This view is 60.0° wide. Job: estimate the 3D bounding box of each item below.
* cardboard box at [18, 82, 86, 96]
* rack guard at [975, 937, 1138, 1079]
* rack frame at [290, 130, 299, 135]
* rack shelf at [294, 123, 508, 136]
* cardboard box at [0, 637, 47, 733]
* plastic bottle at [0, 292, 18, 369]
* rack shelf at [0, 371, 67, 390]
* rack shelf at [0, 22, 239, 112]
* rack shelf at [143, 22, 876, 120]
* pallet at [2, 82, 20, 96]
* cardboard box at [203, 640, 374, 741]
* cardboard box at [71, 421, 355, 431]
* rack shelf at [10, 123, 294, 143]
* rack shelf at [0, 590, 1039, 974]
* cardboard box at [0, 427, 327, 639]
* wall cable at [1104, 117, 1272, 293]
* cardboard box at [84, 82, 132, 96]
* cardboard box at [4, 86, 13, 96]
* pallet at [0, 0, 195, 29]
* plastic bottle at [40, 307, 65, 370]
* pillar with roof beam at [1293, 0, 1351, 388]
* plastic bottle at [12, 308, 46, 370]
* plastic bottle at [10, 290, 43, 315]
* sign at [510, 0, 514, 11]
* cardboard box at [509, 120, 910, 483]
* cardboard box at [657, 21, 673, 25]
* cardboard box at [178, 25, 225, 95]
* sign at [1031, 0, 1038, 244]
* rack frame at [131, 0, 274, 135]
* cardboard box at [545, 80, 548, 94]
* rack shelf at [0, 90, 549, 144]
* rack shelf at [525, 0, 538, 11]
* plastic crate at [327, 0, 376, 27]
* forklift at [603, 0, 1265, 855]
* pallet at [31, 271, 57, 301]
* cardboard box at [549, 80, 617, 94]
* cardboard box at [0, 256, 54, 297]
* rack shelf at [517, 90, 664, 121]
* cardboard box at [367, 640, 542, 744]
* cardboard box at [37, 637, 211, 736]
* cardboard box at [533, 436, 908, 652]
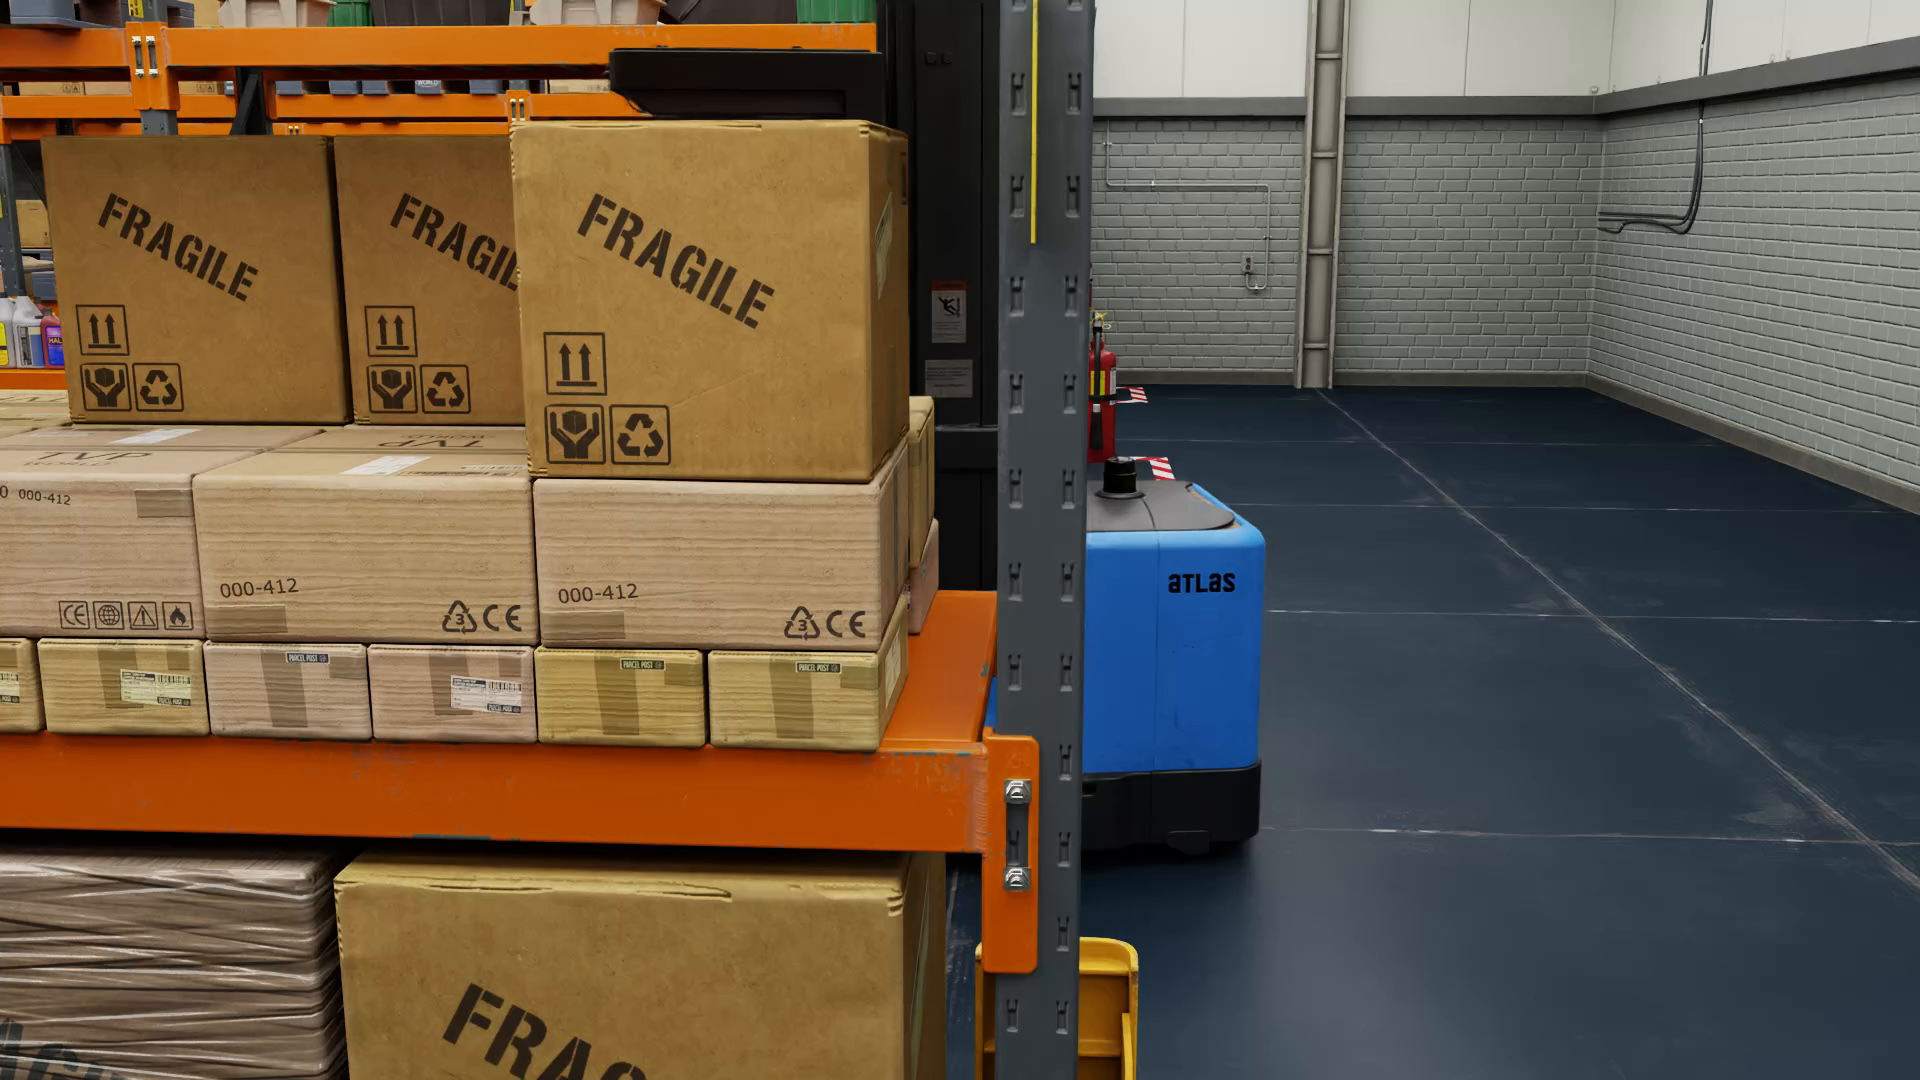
[{"bbox_3d":[-6.729,-3.638,12.766,0.500,0.500,0.910,1,12,4],"label":"cardboard box"},{"bbox_3d":[0.174,1.237,3.135,0.348,0.500,1.175,1,12,4],"label":"rack guard"},{"bbox_3d":[-6.840,-3.132,17.917,0.127,3.000,1.000,1,12,4],"label":"rack frame"},{"bbox_3d":[-4.844,-4.221,17.552,4.000,0.370,1.077,1,12,4],"label":"rack shelf"},{"bbox_3d":[-1.506,0.181,2.690,0.250,0.149,0.380,1,12,4],"label":"cardboard box"},{"bbox_3d":[-4.449,-0.975,7.725,0.185,0.351,0.144,1,12,4],"label":"plastic bottle"},{"bbox_3d":[-5.506,-0.729,8.184,4.000,0.370,1.077,1,12,4],"label":"rack shelf"},{"bbox_3d":[-5.506,-2.197,7.877,4.000,0.370,1.077,1,12,4],"label":"rack shelf"},{"bbox_3d":[-1.515,-2.142,7.615,4.000,0.370,1.077,1,12,4],"label":"rack shelf"},{"bbox_3d":[-7.850,-3.487,12.748,1.003,0.211,1.213,1,12,6],"label":"pallet"},{"bbox_3d":[-0.988,0.188,2.658,0.250,0.149,0.380,1,12,5],"label":"cardboard box"},{"bbox_3d":[-1.331,-0.134,3.225,0.500,0.250,0.500,0,12,2],"label":"cardboard box"},{"bbox_3d":[-8.835,-4.276,17.814,4.000,0.370,1.077,1,12,4],"label":"rack shelf"},{"bbox_3d":[-1.846,0.338,3.085,4.000,0.370,1.077,1,12,4],"label":"rack shelf"},{"bbox_3d":[-1.366,-0.026,2.705,0.500,0.250,0.500,0,12,2],"label":"cardboard box"},{"bbox_3d":[2.483,-3.696,18.130,1.851,1.984,0.084,1,12,4],"label":"wall cable"},{"bbox_3d":[-6.220,-3.631,12.732,0.500,0.500,0.910,1,12,4],"label":"cardboard box"},{"bbox_3d":[-10.290,-4.886,17.704,0.500,0.500,0.500,3,12,12],"label":"cardboard box"},{"bbox_3d":[-6.198,-1.587,10.504,5.144,3.011,6.198,1,12,4],"label":"pallet"},{"bbox_3d":[-4.159,-0.930,7.672,0.133,0.283,0.061,1,12,4],"label":"plastic bottle"},{"bbox_3d":[3.607,-5.220,13.243,0.400,9.000,9.100,1,12,4],"label":"pillar with roof beam"},{"bbox_3d":[-4.290,-0.937,7.726,0.135,0.276,0.152,1,12,4],"label":"plastic bottle"},{"bbox_3d":[-4.440,-1.005,7.866,0.185,0.351,0.144,1,12,4],"label":"plastic bottle"},{"bbox_3d":[-3.209,-3.866,11.874,0.005,0.325,0.100,1,12,4],"label":"sign"},{"bbox_3d":[-0.354,-0.379,2.564,0.500,0.500,0.500,1,12,4],"label":"cardboard box"},{"bbox_3d":[-2.208,-3.641,12.169,0.500,0.250,0.500,1,12,4],"label":"cardboard box"},{"bbox_3d":[-5.702,-3.624,12.698,0.500,0.500,0.910,1,12,4],"label":"cardboard box"},{"bbox_3d":[0.099,-0.559,2.209,0.005,0.325,0.100,1,12,4],"label":"sign"},{"bbox_3d":[-3.510,-1.054,7.980,0.127,3.000,1.000,1,12,4],"label":"rack frame"},{"bbox_3d":[-4.279,-4.839,17.431,0.500,0.500,0.700,1,12,3],"label":"cardboard box"},{"bbox_3d":[-5.171,-3.209,12.714,4.000,0.370,1.077,1,12,4],"label":"rack shelf"},{"bbox_3d":[-4.844,-5.494,17.286,4.000,0.370,1.077,1,12,4],"label":"rack shelf"},{"bbox_3d":[-3.068,-2.474,7.962,0.662,0.188,0.450,1,12,4],"label":"plastic crate"},{"bbox_3d":[-0.576,-0.482,5.414,3.031,2.935,1.130,-1,12,-5],"label":"forklift"},{"bbox_3d":[-6.486,-2.032,13.122,1.003,0.211,1.213,1,12,4],"label":"pallet"},{"bbox_3d":[-2.707,-3.403,12.252,0.500,0.250,0.500,1,12,4],"label":"cardboard box"},{"bbox_3d":[-7.527,-2.091,13.154,0.500,0.311,0.500,2,12,7],"label":"cardboard box"},{"bbox_3d":[-1.180,-3.154,12.453,4.000,0.370,1.077,1,12,4],"label":"rack shelf"},{"bbox_3d":[-0.739,0.191,2.641,0.250,0.149,0.380,1,12,4],"label":"cardboard box"},{"bbox_3d":[-1.247,0.184,2.674,0.250,0.149,0.380,1,12,2],"label":"cardboard box"},{"bbox_3d":[-0.352,-0.012,2.638,0.500,0.250,0.500,1,12,3],"label":"cardboard box"}]
